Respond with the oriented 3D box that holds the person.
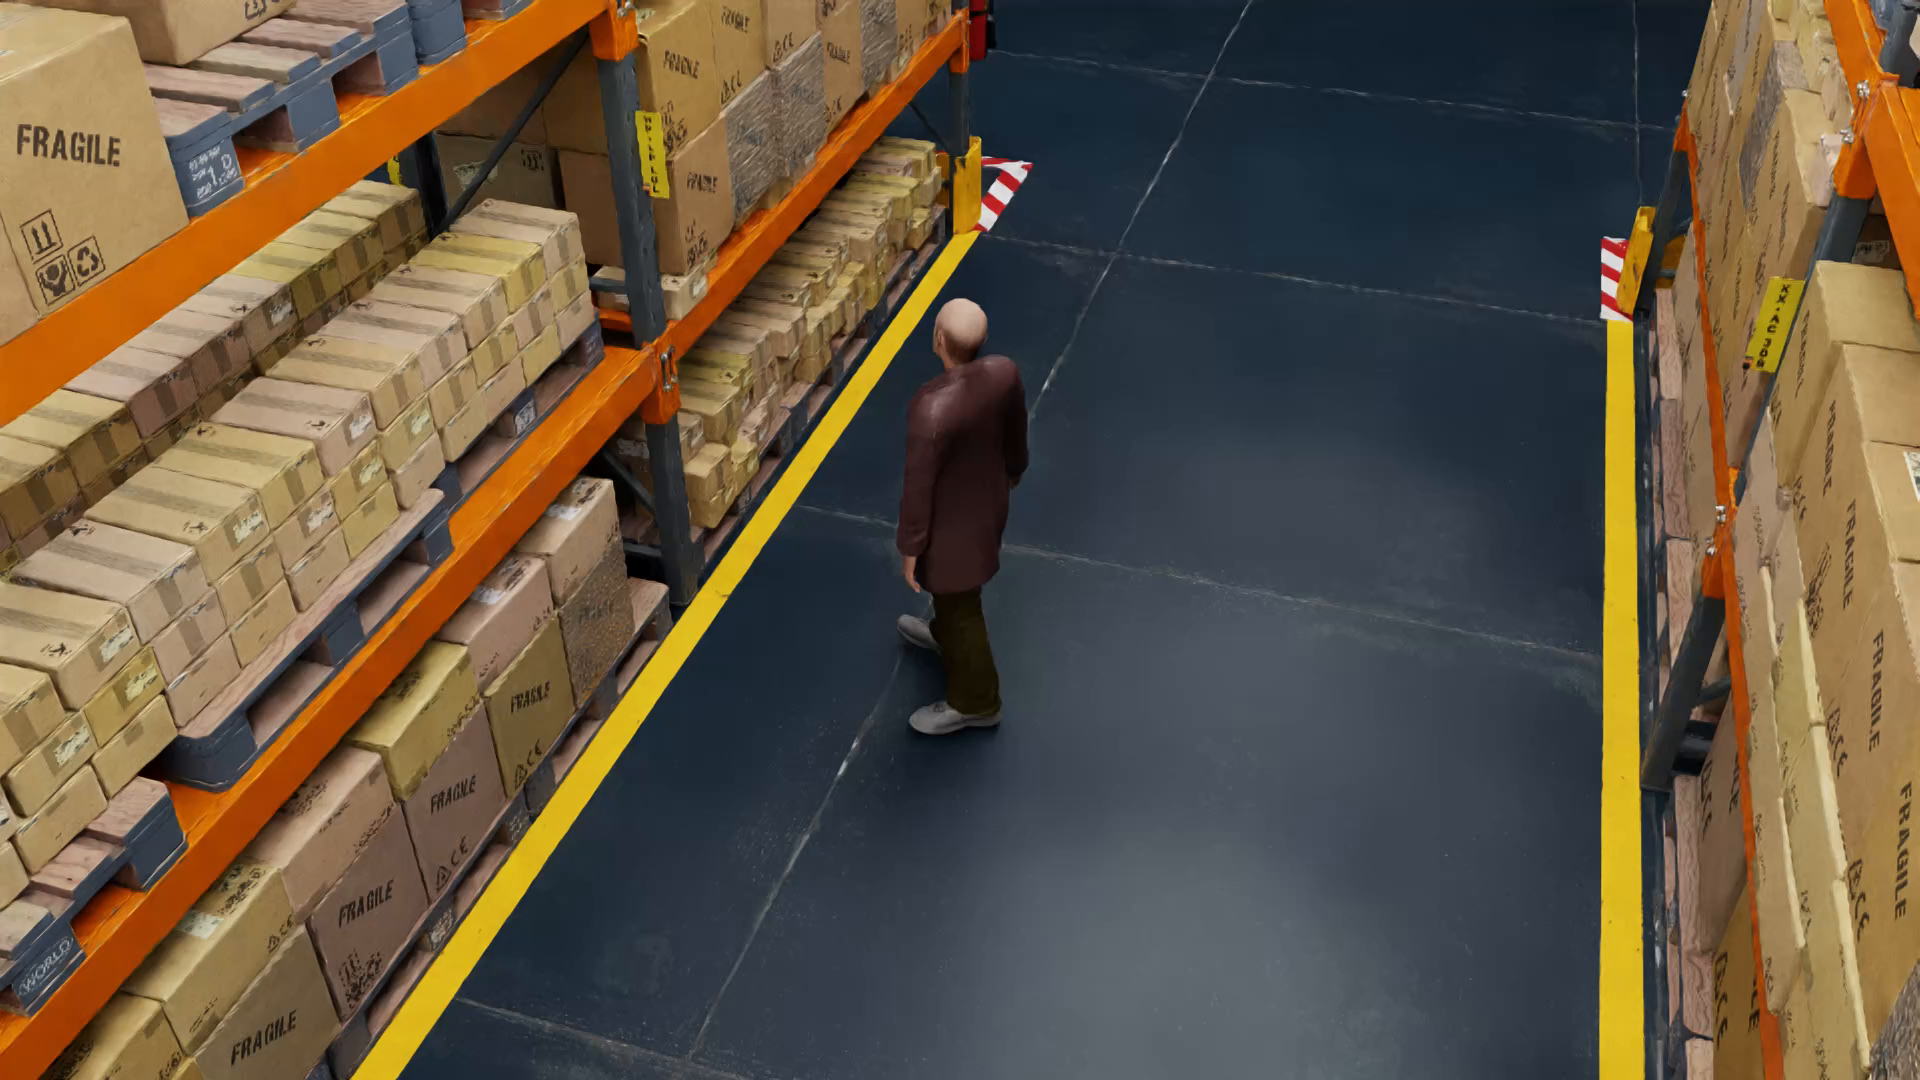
[{"bbox_3d":[-0.051,-0.146,6.318,0.678,1.774,0.774,22,42,27],"label":"person"}]
